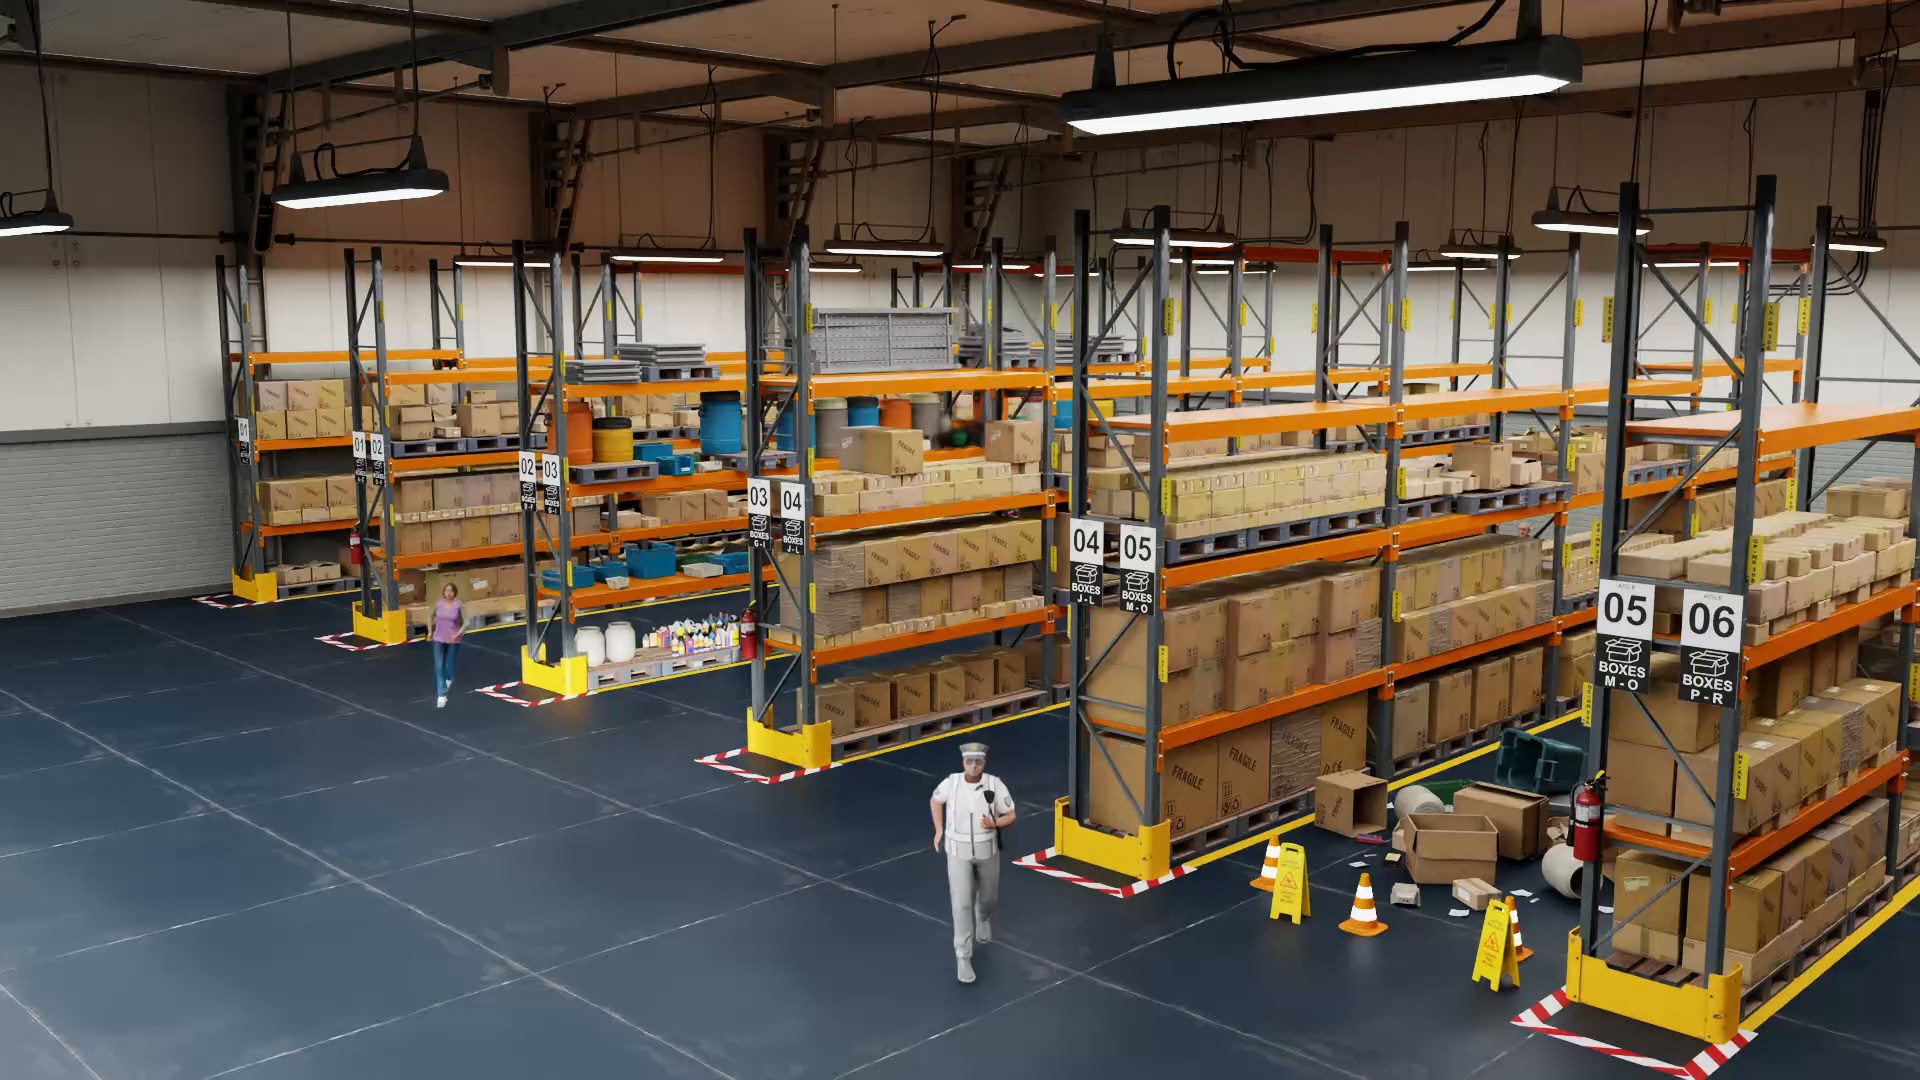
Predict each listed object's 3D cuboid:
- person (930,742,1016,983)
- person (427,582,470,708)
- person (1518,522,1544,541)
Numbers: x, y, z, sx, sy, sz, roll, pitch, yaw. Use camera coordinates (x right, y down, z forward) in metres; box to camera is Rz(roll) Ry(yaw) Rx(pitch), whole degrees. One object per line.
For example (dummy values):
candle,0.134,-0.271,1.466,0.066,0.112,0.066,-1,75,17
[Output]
person,0.105,2.433,13.015,0.662,1.769,0.988,0,8,-2
person,-6.672,1.333,21.698,0.561,1.586,0.723,-1,8,-5
person,8.796,0.597,25.975,0.673,1.789,1.041,6,10,38
